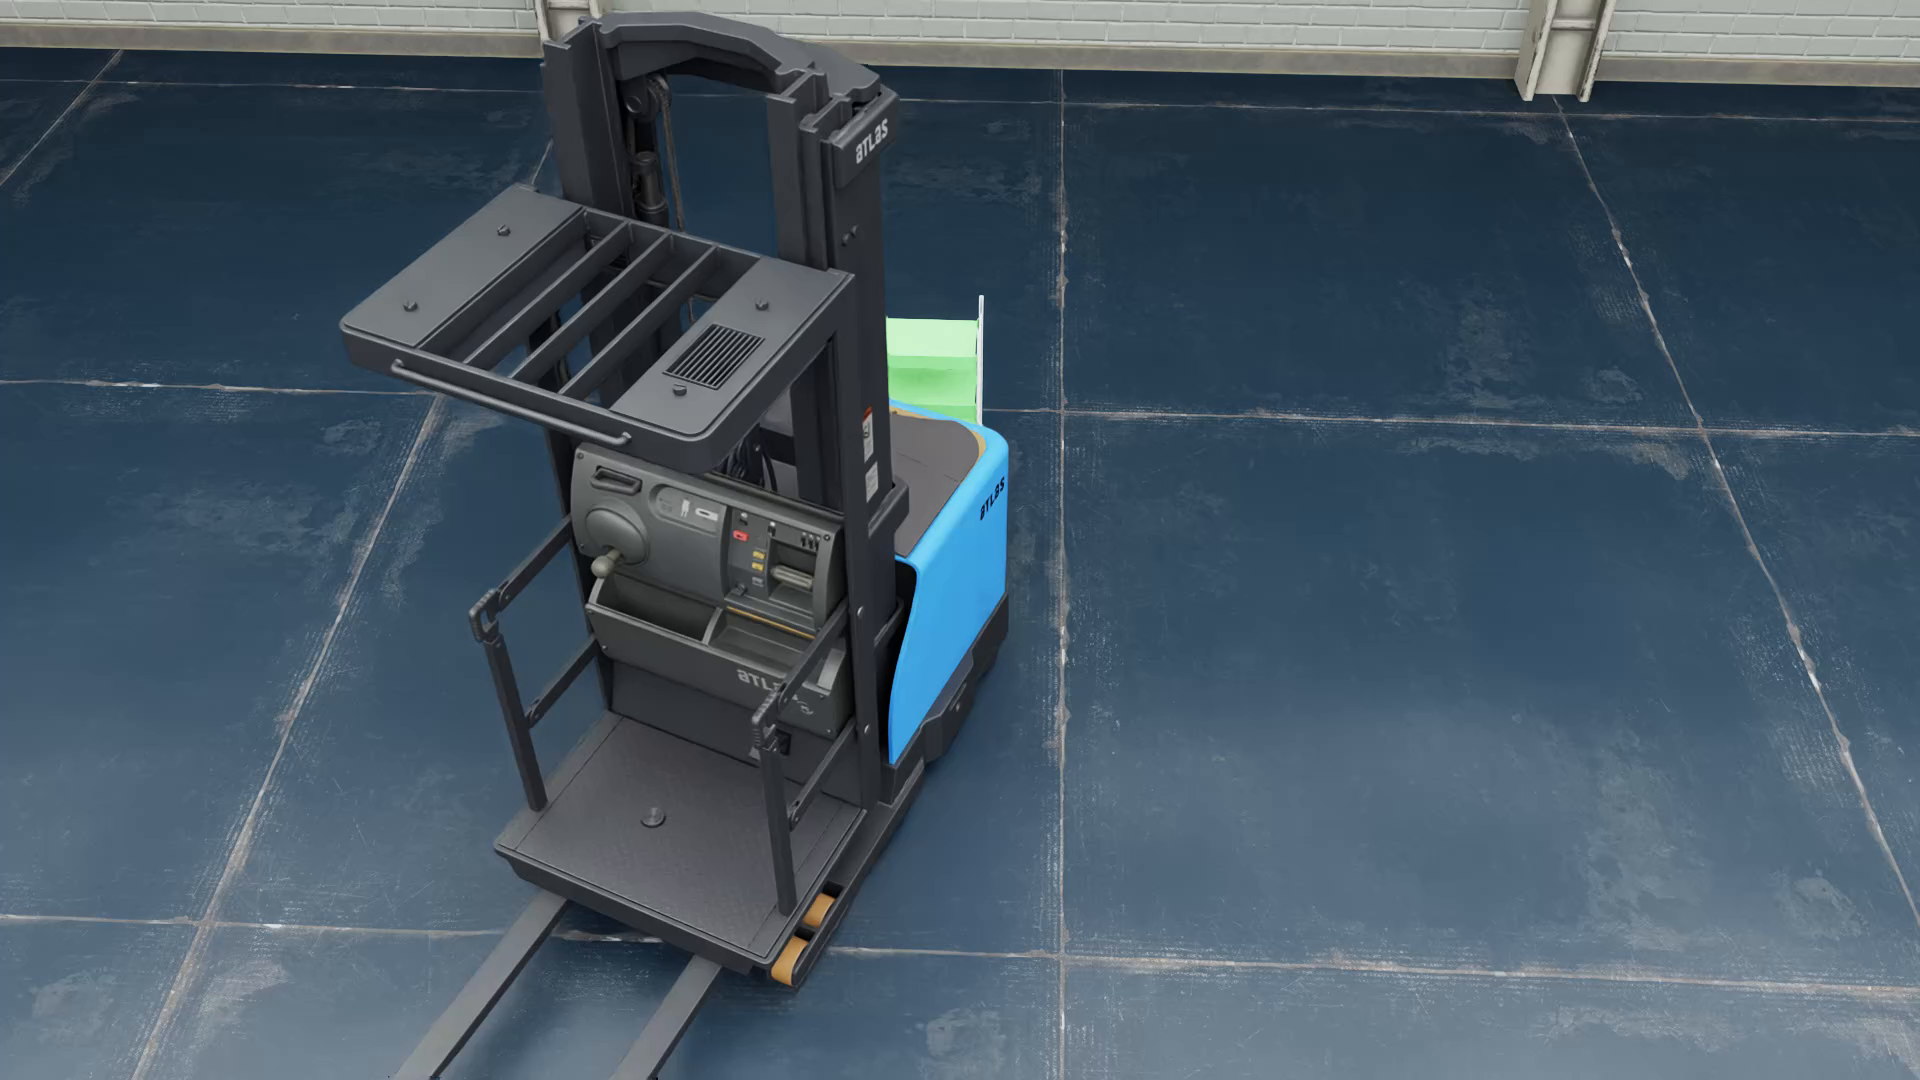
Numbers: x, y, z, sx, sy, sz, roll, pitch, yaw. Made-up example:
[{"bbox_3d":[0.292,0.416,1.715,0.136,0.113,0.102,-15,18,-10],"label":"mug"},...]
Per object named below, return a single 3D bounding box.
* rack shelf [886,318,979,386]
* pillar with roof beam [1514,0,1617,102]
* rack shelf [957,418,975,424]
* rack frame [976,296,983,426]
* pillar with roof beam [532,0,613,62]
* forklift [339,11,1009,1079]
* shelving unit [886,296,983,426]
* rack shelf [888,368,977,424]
[{"bbox_3d":[-0.165,-0.749,6.563,0.480,0.148,0.258,2,43,2],"label":"rack shelf"},{"bbox_3d":[3.439,-3.137,4.016,0.400,9.000,9.100,2,43,2],"label":"pillar with roof beam"},{"bbox_3d":[-0.165,-0.397,6.890,0.480,0.148,0.258,2,43,2],"label":"rack shelf"},{"bbox_3d":[0.078,-0.437,6.838,0.015,1.200,0.240,2,43,2],"label":"rack frame"},{"bbox_3d":[-2.555,-3.322,4.214,0.400,9.000,9.100,2,43,2],"label":"pillar with roof beam"},{"bbox_3d":[-0.894,0.088,5.005,1.130,2.935,3.031,18,46,18],"label":"forklift"},{"bbox_3d":[-0.165,-0.444,6.846,0.503,1.200,0.258,2,43,2],"label":"shelving unit"},{"bbox_3d":[-0.165,-0.573,6.726,0.480,0.148,0.258,2,43,2],"label":"rack shelf"}]
